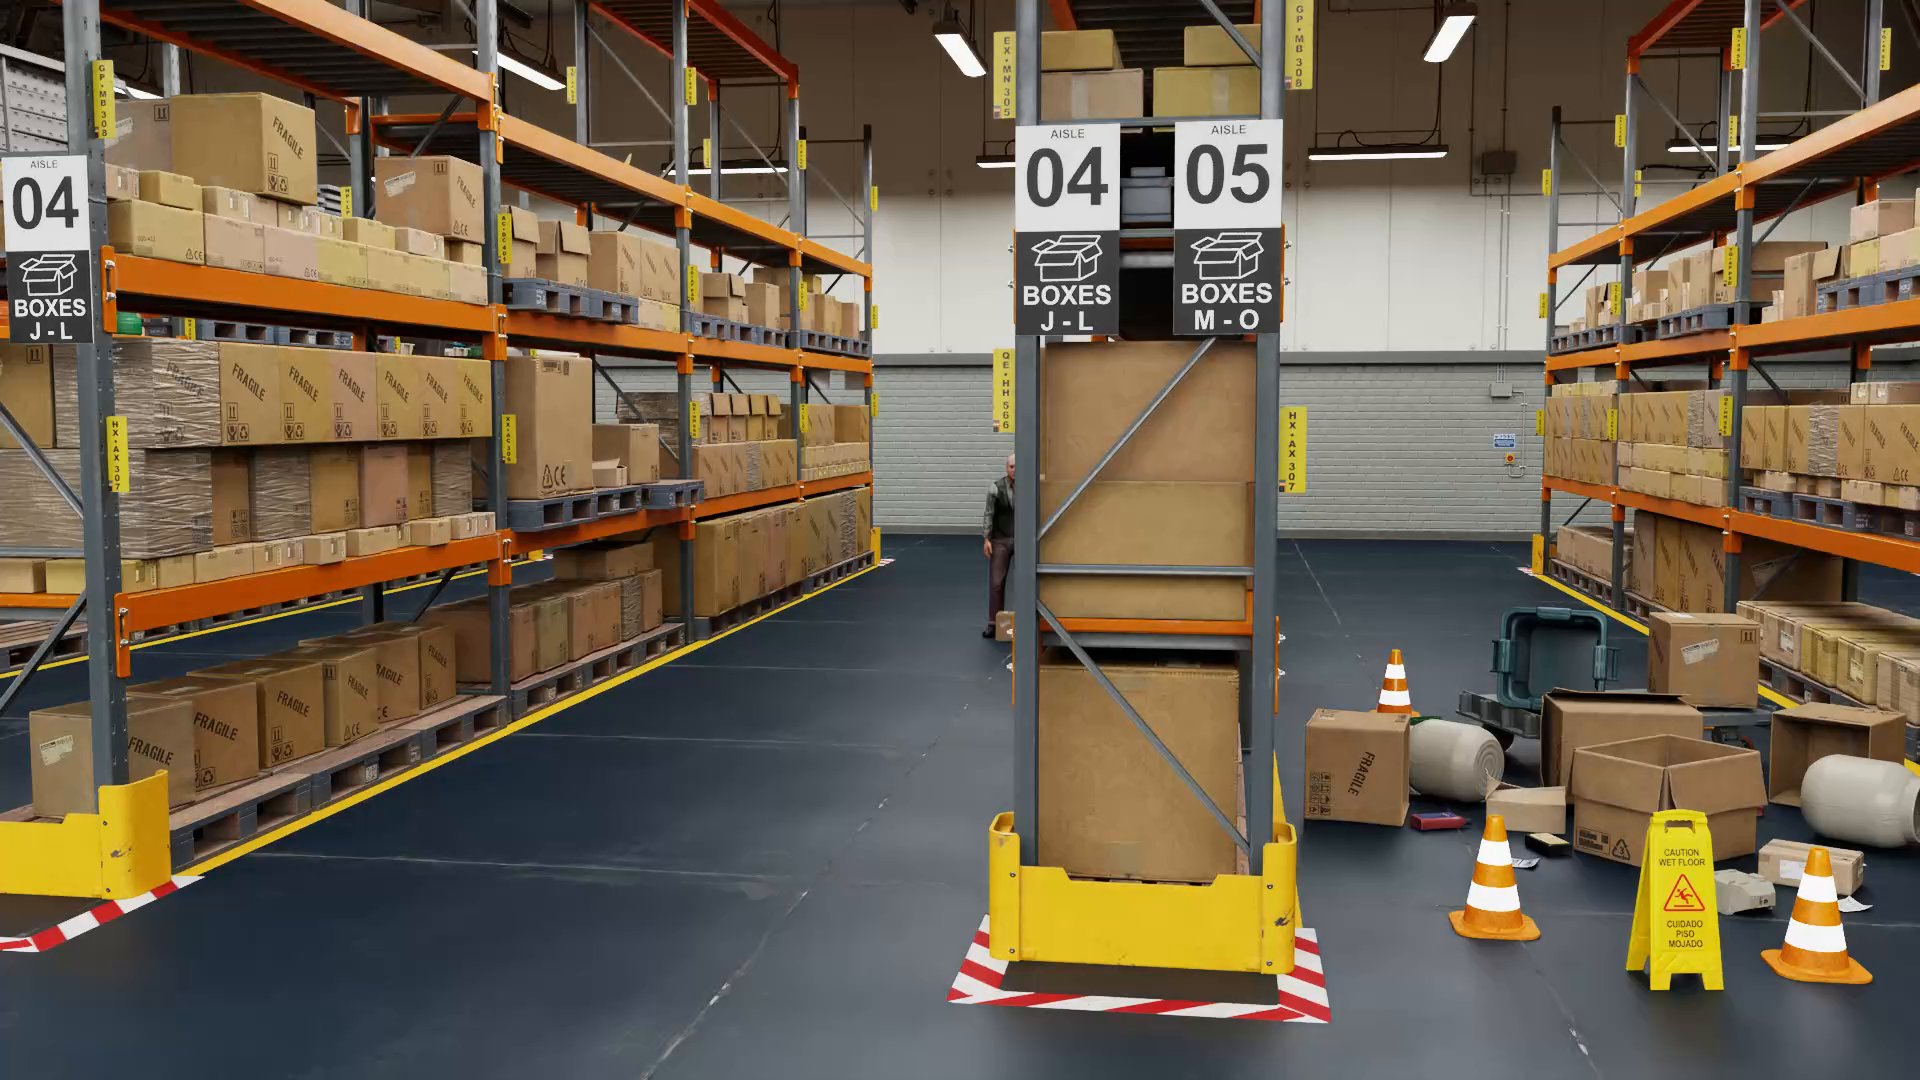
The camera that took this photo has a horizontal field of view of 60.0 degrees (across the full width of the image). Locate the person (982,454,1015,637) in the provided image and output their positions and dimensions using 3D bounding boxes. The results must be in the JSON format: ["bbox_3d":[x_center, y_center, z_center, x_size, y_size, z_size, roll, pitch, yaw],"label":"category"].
[{"bbox_3d":[0.503,0.051,15.644,0.580,1.719,0.475,0,4,6],"label":"person"}]
